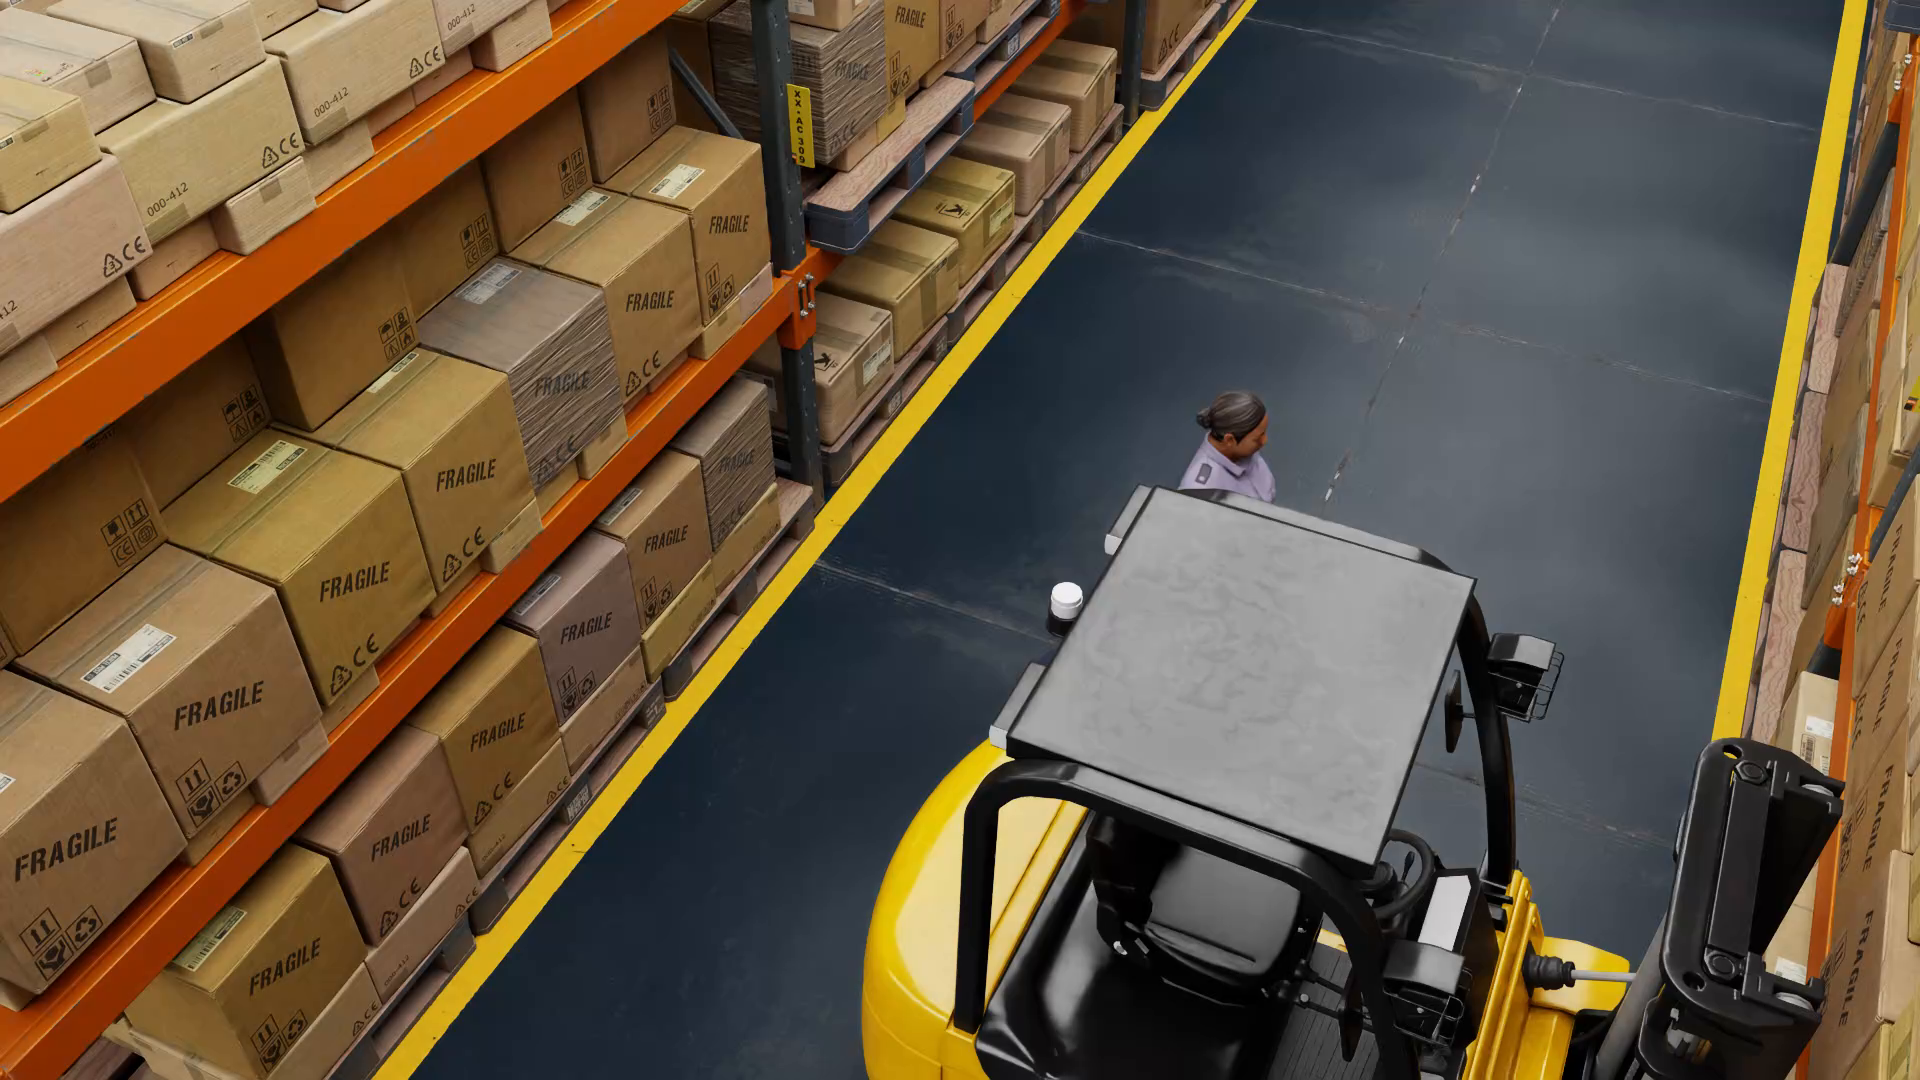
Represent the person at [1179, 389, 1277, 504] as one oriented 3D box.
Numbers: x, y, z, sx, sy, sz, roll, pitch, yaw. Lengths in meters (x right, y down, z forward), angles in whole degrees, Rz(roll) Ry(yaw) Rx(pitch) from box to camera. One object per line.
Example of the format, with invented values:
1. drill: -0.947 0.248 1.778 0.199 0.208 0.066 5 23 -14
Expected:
1. person: 0.957 0.150 5.999 0.400 1.672 0.484 18 45 19
